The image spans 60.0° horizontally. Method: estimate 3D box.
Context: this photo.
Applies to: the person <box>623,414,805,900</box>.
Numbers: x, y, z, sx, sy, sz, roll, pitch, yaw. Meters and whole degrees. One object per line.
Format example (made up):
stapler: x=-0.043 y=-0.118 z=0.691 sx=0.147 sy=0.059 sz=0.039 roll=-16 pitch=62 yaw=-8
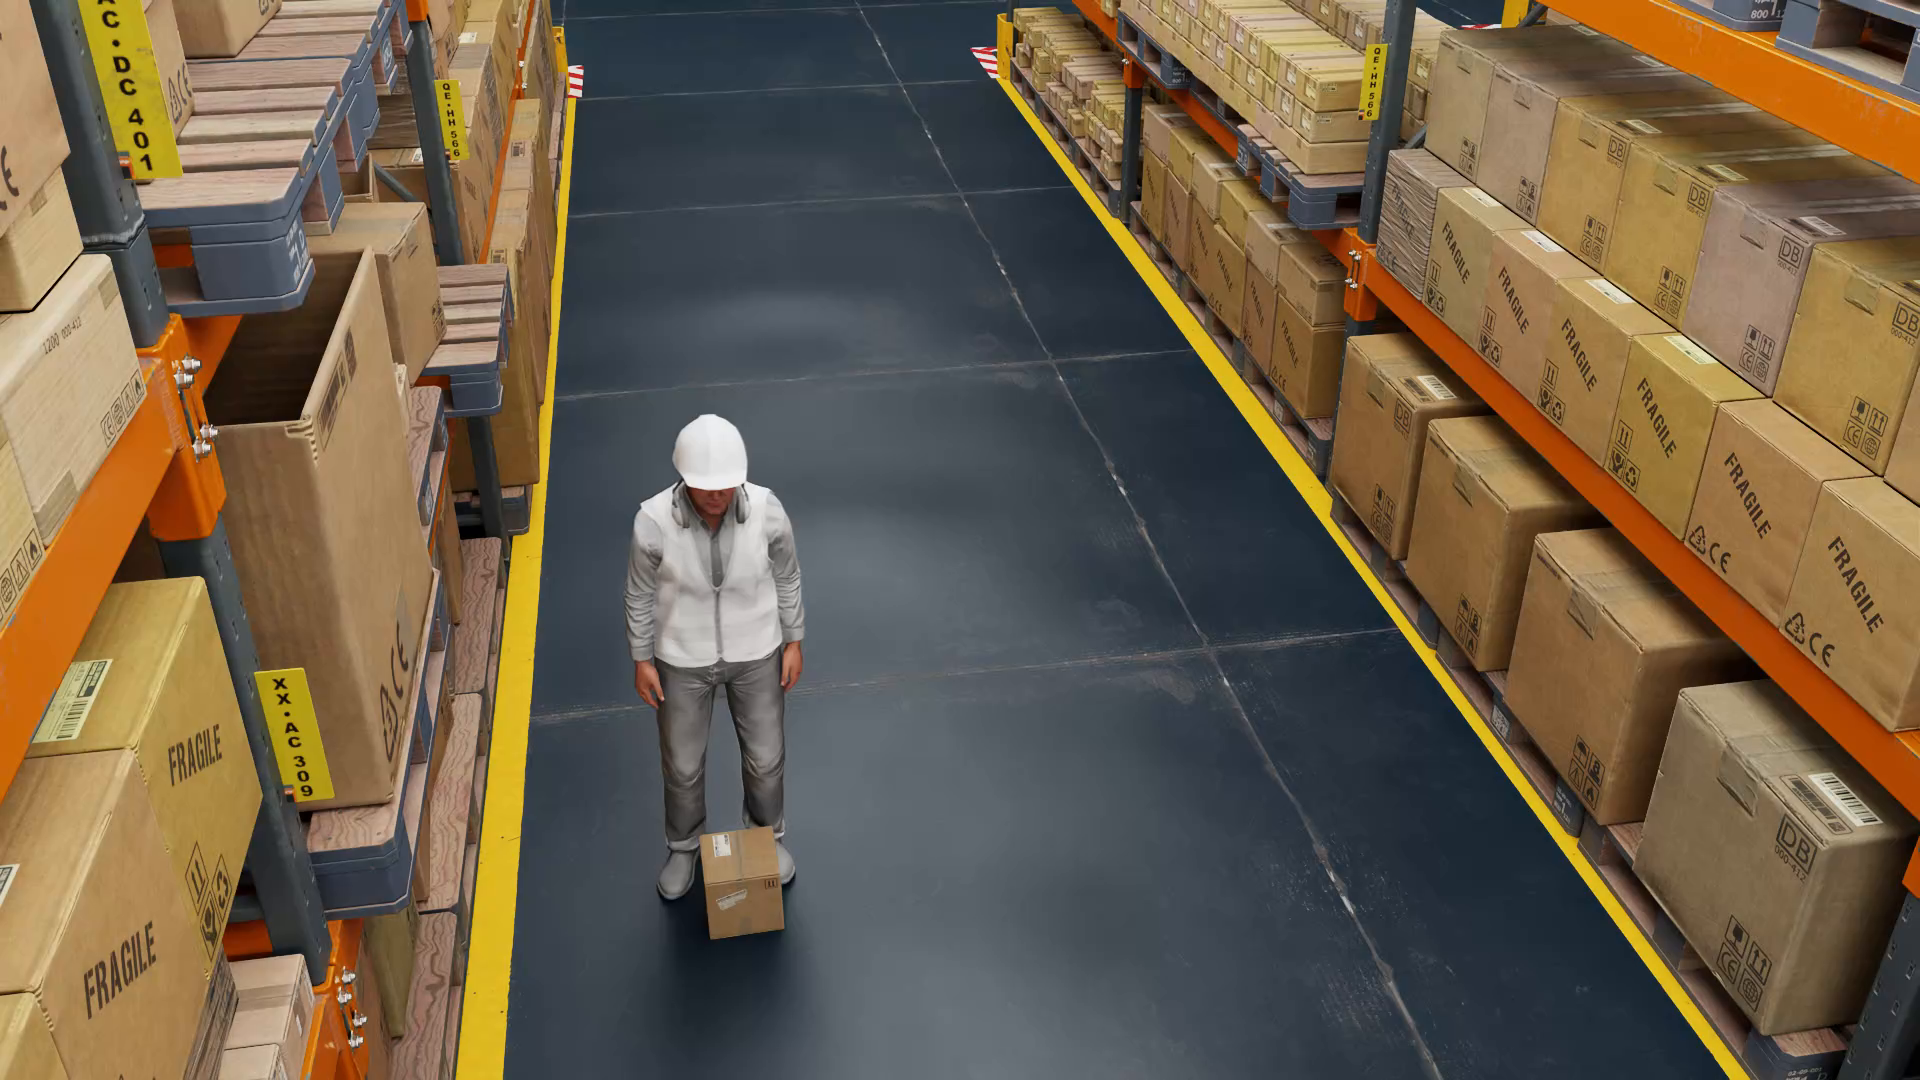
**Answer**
person: x=-0.792 y=0.374 z=5.472 sx=0.579 sy=1.769 sz=0.466 roll=-7 pitch=31 yaw=-11
